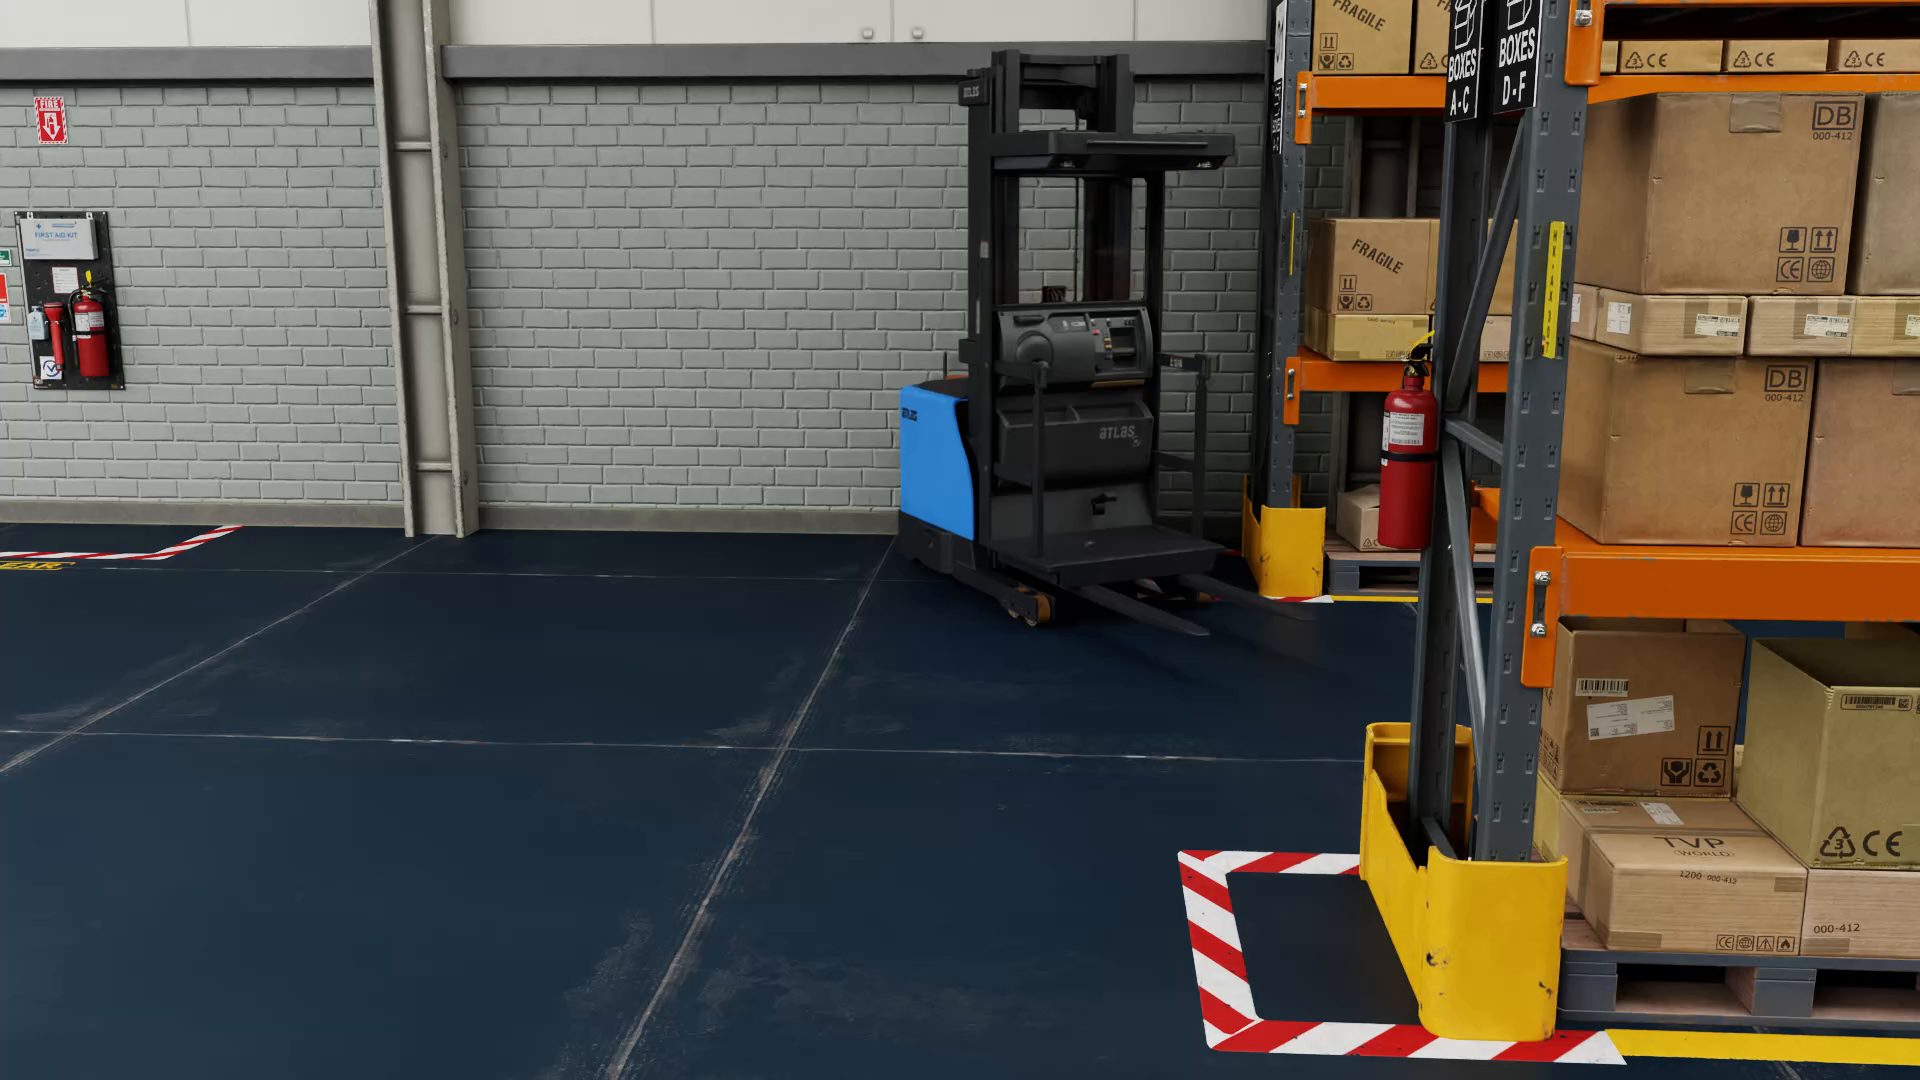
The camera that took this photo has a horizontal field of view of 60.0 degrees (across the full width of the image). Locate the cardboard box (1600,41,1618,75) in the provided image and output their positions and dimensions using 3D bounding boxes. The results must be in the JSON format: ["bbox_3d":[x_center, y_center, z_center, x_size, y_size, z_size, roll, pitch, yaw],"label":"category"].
[{"bbox_3d":[3.178,-2.721,8.829,0.500,0.500,0.500,1,12,6],"label":"cardboard box"}]

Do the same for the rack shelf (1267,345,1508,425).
[{"bbox_3d":[3.805,-0.891,9.457,4.000,0.370,1.077,1,12,4],"label":"rack shelf"}]

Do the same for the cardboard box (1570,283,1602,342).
[{"bbox_3d":[1.876,-0.658,4.761,0.250,0.149,0.380,1,12,3],"label":"cardboard box"}]

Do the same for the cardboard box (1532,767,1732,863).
[{"bbox_3d":[2.037,0.829,5.168,0.500,0.250,0.500,1,12,4],"label":"cardboard box"}]

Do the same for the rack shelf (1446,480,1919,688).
[{"bbox_3d":[3.478,0.121,4.619,4.000,0.370,1.077,1,12,4],"label":"rack shelf"}]

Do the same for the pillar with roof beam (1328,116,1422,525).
[{"bbox_3d":[2.278,-3.494,5.495,0.400,9.000,9.100,1,12,4],"label":"pillar with roof beam"}]

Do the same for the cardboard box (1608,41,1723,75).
[{"bbox_3d":[3.714,-2.718,8.815,0.500,0.500,0.500,2,12,7],"label":"cardboard box"}]

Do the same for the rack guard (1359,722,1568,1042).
[{"bbox_3d":[1.458,0.965,4.934,0.348,0.500,1.175,1,12,4],"label":"rack guard"}]

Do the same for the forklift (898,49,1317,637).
[{"bbox_3d":[0.726,-1.089,8.817,1.130,2.935,3.031,-6,13,-26],"label":"forklift"}]

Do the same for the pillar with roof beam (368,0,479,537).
[{"bbox_3d":[-3.709,-3.576,5.887,0.400,9.000,9.100,1,12,4],"label":"pillar with roof beam"}]

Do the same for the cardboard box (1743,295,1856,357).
[{"bbox_3d":[2.123,-0.572,4.349,0.250,0.149,0.380,0,12,2],"label":"cardboard box"}]

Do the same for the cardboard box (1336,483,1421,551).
[{"bbox_3d":[2.494,-0.142,9.611,0.500,0.311,0.500,-1,12,-3],"label":"cardboard box"}]

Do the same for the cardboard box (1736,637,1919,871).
[{"bbox_3d":[2.501,0.574,4.555,0.500,0.500,0.500,1,12,4],"label":"cardboard box"}]

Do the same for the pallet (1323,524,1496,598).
[{"bbox_3d":[2.693,0.114,9.707,1.213,0.211,1.003,1,12,4],"label":"pallet"}]

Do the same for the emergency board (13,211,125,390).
[{"bbox_3d":[-5.884,-1.561,10.905,0.643,1.169,0.194,1,12,4],"label":"emergency board"}]

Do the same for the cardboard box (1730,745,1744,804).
[{"bbox_3d":[2.536,0.834,5.147,0.500,0.250,0.500,1,12,4],"label":"cardboard box"}]

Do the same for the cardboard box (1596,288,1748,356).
[{"bbox_3d":[1.859,-0.575,4.364,0.250,0.149,0.380,1,12,3],"label":"cardboard box"}]

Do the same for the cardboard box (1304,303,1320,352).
[{"bbox_3d":[2.289,-1.240,9.686,0.500,0.250,0.500,1,12,5],"label":"cardboard box"}]

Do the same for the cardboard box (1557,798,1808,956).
[{"bbox_3d":[2.002,0.935,4.662,0.500,0.250,0.500,1,12,4],"label":"cardboard box"}]

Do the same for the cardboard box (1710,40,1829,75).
[{"bbox_3d":[4.221,-2.708,8.770,0.500,0.500,0.500,0,12,2],"label":"cardboard box"}]

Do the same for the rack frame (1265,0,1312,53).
[{"bbox_3d":[1.809,-4.207,8.900,0.127,3.000,1.000,1,12,4],"label":"rack frame"}]

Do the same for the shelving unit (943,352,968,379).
[{"bbox_3d":[0.145,-0.588,10.641,0.503,1.200,0.258,1,12,2],"label":"shelving unit"}]

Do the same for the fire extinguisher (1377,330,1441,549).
[{"bbox_3d":[1.395,-0.317,5.146,0.183,0.674,0.296,1,12,4],"label":"fire extinguisher"}]

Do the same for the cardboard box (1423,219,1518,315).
[{"bbox_3d":[2.758,-1.497,9.084,0.500,0.500,0.500,1,12,4],"label":"cardboard box"}]

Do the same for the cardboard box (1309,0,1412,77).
[{"bbox_3d":[2.126,-2.742,8.929,0.500,0.500,0.500,1,12,5],"label":"cardboard box"}]

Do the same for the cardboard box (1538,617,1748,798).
[{"bbox_3d":[2.037,0.462,5.094,0.500,0.500,0.500,1,12,4],"label":"cardboard box"}]

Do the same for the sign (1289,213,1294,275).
[{"bbox_3d":[1.773,-1.583,8.896,0.005,0.325,0.100,1,12,4],"label":"sign"}]

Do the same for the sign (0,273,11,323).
[{"bbox_3d":[-6.429,-1.607,11.038,0.234,0.329,0.001,1,12,4],"label":"sign"}]

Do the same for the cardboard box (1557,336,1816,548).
[{"bbox_3d":[1.947,-0.298,4.623,0.500,0.500,0.700,1,12,4],"label":"cardboard box"}]

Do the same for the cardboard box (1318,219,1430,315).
[{"bbox_3d":[2.266,-1.506,9.126,0.500,0.500,0.500,1,12,4],"label":"cardboard box"}]

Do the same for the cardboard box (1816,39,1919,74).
[{"bbox_3d":[4.776,-2.708,8.771,0.500,0.500,0.500,0,12,-1],"label":"cardboard box"}]

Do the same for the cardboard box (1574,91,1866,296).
[{"bbox_3d":[2.000,-0.932,4.487,0.500,0.500,0.700,1,12,4],"label":"cardboard box"}]

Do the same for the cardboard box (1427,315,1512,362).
[{"bbox_3d":[2.794,-1.131,9.166,0.500,0.250,0.500,0,12,2],"label":"cardboard box"}]

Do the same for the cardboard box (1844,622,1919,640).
[{"bbox_3d":[3.036,0.472,5.042,0.500,0.500,0.500,1,12,4],"label":"cardboard box"}]

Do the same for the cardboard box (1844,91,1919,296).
[{"bbox_3d":[2.525,-0.926,4.458,0.500,0.500,0.700,0,12,2],"label":"cardboard box"}]

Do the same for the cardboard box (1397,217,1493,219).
[{"bbox_3d":[2.795,-1.602,9.585,0.500,0.500,0.500,1,12,5],"label":"cardboard box"}]

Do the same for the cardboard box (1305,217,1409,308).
[{"bbox_3d":[2.294,-1.611,9.628,0.500,0.500,0.500,1,12,3],"label":"cardboard box"}]

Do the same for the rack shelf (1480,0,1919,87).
[{"bbox_3d":[3.478,-1.347,4.312,4.000,0.370,1.077,1,12,4],"label":"rack shelf"}]

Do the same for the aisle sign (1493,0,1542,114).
[{"bbox_3d":[1.396,-1.469,4.115,0.004,0.787,0.394,1,12,4],"label":"aisle sign"}]

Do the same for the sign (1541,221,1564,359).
[{"bbox_3d":[1.439,-0.607,4.038,0.005,0.325,0.100,1,12,4],"label":"sign"}]

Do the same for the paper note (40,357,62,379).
[{"bbox_3d":[-6.056,-1.146,11.074,0.142,0.148,0.016,1,12,4],"label":"paper note"}]

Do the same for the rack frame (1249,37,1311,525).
[{"bbox_3d":[1.809,-1.270,9.514,0.127,3.000,1.000,1,12,4],"label":"rack frame"}]

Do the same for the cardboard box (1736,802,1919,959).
[{"bbox_3d":[2.501,0.941,4.633,0.500,0.250,0.500,1,12,4],"label":"cardboard box"}]

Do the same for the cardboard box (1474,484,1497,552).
[{"bbox_3d":[3.062,-0.134,9.574,0.500,0.311,0.500,2,12,8],"label":"cardboard box"}]

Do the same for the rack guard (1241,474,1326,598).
[{"bbox_3d":[1.885,-0.046,9.765,0.348,0.500,1.175,1,12,4],"label":"rack guard"}]

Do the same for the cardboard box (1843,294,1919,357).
[{"bbox_3d":[2.372,-0.568,4.331,0.250,0.149,0.380,1,12,4],"label":"cardboard box"}]

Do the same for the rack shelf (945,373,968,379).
[{"bbox_3d":[0.147,-0.973,10.562,0.480,0.148,0.258,1,12,2],"label":"rack shelf"}]

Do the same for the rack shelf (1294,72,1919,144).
[{"bbox_3d":[3.805,-2.359,9.150,4.000,0.370,1.077,1,12,4],"label":"rack shelf"}]

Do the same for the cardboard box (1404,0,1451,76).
[{"bbox_3d":[2.660,-2.727,8.859,0.500,0.500,0.500,2,12,8],"label":"cardboard box"}]

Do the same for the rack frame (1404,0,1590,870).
[{"bbox_3d":[1.482,-0.258,4.676,0.127,3.000,1.000,1,12,4],"label":"rack frame"}]

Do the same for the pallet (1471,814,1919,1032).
[{"bbox_3d":[2.248,1.109,4.953,1.213,0.211,1.003,1,12,4],"label":"pallet"}]

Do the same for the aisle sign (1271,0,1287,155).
[{"bbox_3d":[1.717,-2.482,8.960,0.004,0.787,0.394,1,12,4],"label":"aisle sign"}]

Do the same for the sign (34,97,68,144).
[{"bbox_3d":[-5.886,-2.716,10.765,0.199,0.298,0.001,1,12,4],"label":"sign"}]

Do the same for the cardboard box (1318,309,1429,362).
[{"bbox_3d":[2.275,-1.135,9.186,0.500,0.250,0.500,0,12,2],"label":"cardboard box"}]

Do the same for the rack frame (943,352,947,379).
[{"bbox_3d":[-0.099,-0.591,10.649,0.015,1.200,0.240,1,12,2],"label":"rack frame"}]

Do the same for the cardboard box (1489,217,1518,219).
[{"bbox_3d":[3.312,-1.596,9.555,0.500,0.500,0.500,0,12,2],"label":"cardboard box"}]

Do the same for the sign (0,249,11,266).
[{"bbox_3d":[-6.425,-1.865,10.975,0.331,0.109,0.001,1,12,4],"label":"sign"}]

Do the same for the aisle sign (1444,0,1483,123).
[{"bbox_3d":[1.436,-1.592,4.701,0.004,0.787,0.394,1,12,4],"label":"aisle sign"}]

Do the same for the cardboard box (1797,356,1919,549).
[{"bbox_3d":[2.471,-0.292,4.593,0.500,0.500,0.700,1,12,5],"label":"cardboard box"}]
